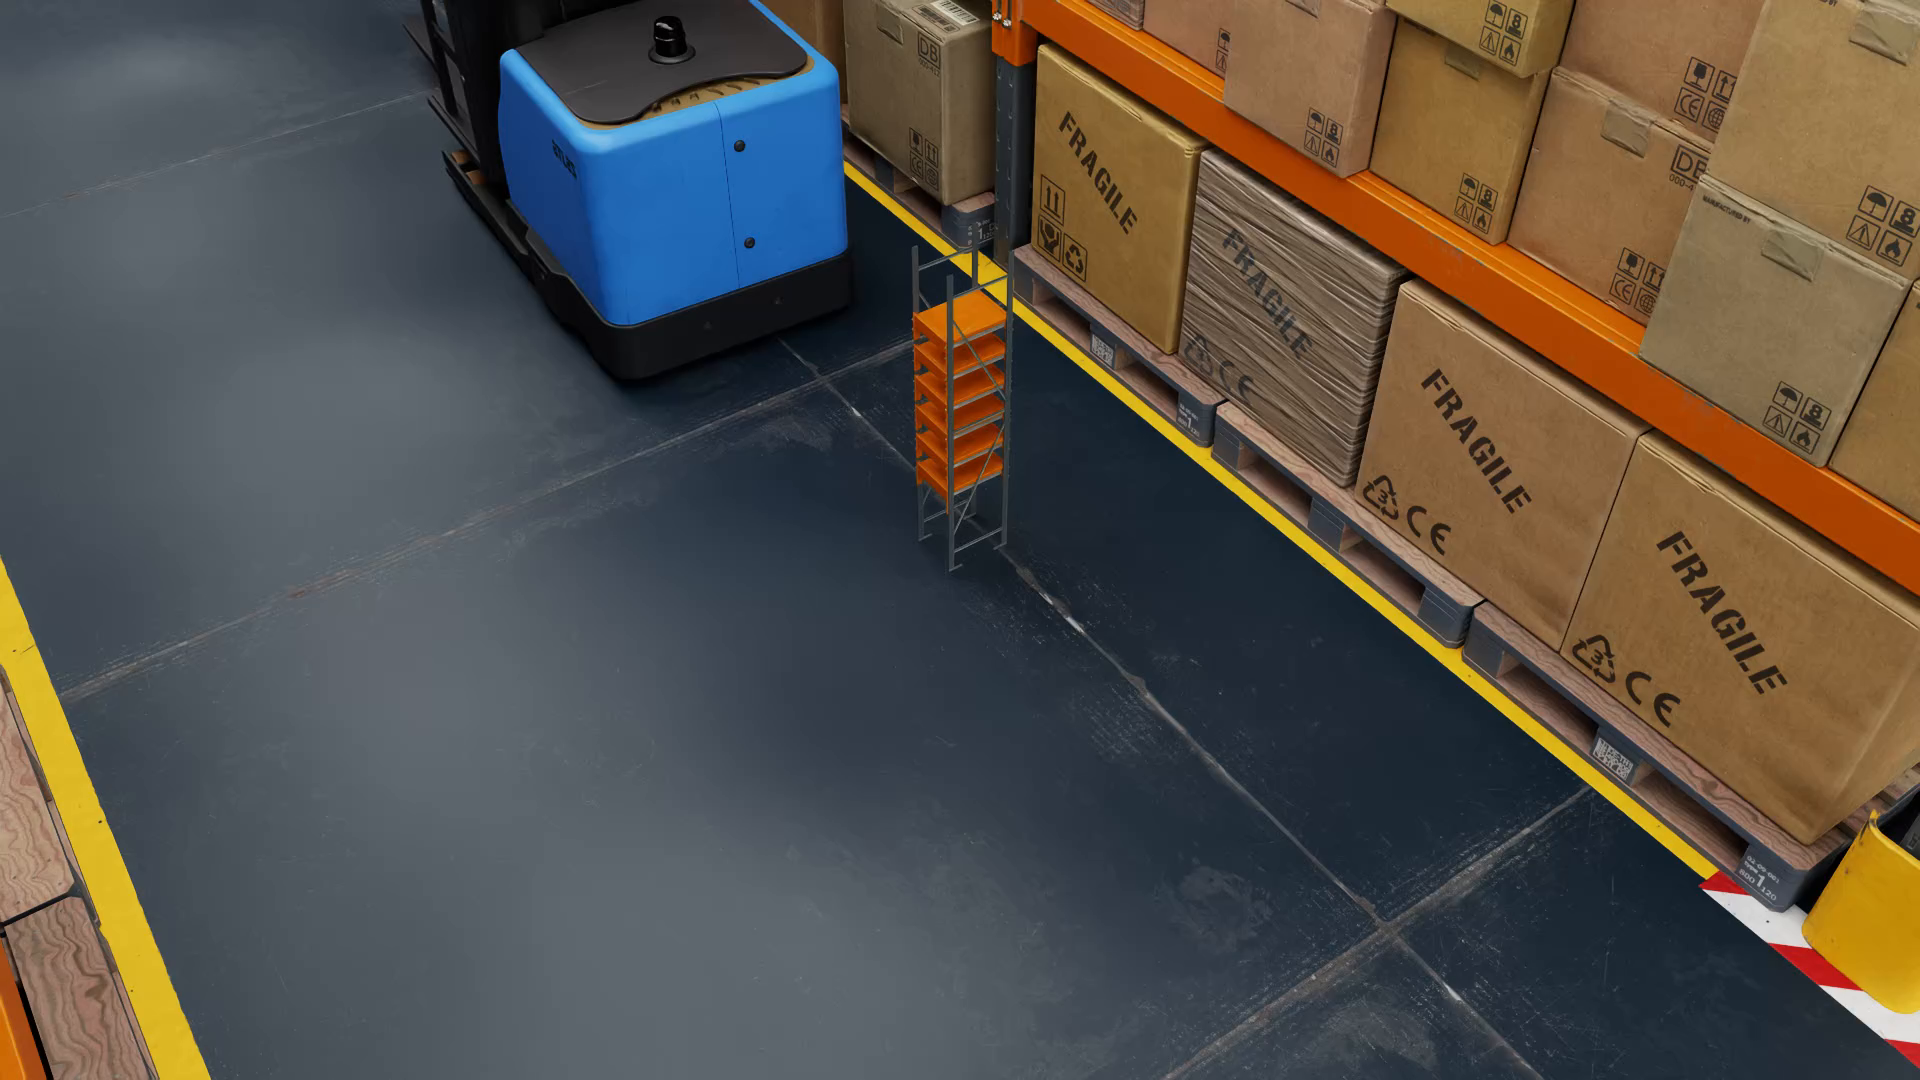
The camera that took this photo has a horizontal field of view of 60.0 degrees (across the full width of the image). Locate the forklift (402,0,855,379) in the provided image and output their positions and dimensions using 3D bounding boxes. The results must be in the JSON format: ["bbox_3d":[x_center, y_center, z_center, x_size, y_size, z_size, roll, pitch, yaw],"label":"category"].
[{"bbox_3d":[-1.625,-2.666,6.420,1.130,2.935,3.031,-23,48,-22],"label":"forklift"}]

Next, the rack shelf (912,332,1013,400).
[{"bbox_3d":[0.008,-0.567,5.192,0.258,0.103,0.180,-26,49,-24],"label":"rack shelf"}]

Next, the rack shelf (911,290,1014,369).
[{"bbox_3d":[0.008,-0.654,5.109,0.258,0.103,0.180,-26,49,-24],"label":"rack shelf"}]

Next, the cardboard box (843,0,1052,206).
[{"bbox_3d":[0.153,-2.066,7.067,1.050,0.750,0.750,-26,49,-25],"label":"cardboard box"}]

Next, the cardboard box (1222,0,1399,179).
[{"bbox_3d":[1.349,-1.607,5.152,0.875,0.550,0.550,-26,49,-24],"label":"cardboard box"}]

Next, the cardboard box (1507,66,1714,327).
[{"bbox_3d":[2.071,-1.062,4.582,0.875,0.550,0.550,-26,49,-24],"label":"cardboard box"}]

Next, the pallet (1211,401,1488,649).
[{"bbox_3d":[1.655,-0.250,5.859,1.003,0.211,1.213,-26,49,-24],"label":"pallet"}]

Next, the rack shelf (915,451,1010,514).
[{"bbox_3d":[0.008,-0.220,5.524,0.258,0.103,0.180,-26,49,-24],"label":"rack shelf"}]

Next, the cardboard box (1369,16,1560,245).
[{"bbox_3d":[1.734,-1.346,4.879,0.875,0.550,0.500,-26,49,-24],"label":"cardboard box"}]

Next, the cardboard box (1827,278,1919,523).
[{"bbox_3d":[2.621,-0.393,3.881,0.875,0.550,0.550,-26,49,-24],"label":"cardboard box"}]

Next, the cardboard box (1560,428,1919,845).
[{"bbox_3d":[2.428,0.112,4.695,0.875,0.875,0.875,-25,49,-24],"label":"cardboard box"}]

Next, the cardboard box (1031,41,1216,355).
[{"bbox_3d":[0.885,-1.411,6.291,0.875,0.875,0.875,-25,49,-24],"label":"cardboard box"}]

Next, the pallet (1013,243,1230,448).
[{"bbox_3d":[0.953,-0.942,6.583,1.003,0.211,1.213,-26,49,-24],"label":"pallet"}]

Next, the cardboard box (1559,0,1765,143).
[{"bbox_3d":[2.091,-1.462,4.219,0.875,0.550,0.550,-26,49,-24],"label":"cardboard box"}]

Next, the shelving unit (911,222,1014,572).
[{"bbox_3d":[0.008,-0.426,5.327,0.258,1.200,0.189,-26,49,-24],"label":"shelving unit"}]

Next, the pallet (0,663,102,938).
[{"bbox_3d":[-3.130,0.865,4.691,1.003,0.211,1.213,-26,49,-24],"label":"pallet"}]

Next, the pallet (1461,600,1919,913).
[{"bbox_3d":[2.349,0.440,5.136,1.003,0.211,1.213,-26,49,-24],"label":"pallet"}]

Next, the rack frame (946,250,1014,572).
[{"bbox_3d":[0.061,-0.374,5.273,0.240,1.200,0.006,-26,49,-24],"label":"rack frame"}]

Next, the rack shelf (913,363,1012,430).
[{"bbox_3d":[0.008,-0.480,5.275,0.258,0.103,0.180,-26,49,-24],"label":"rack shelf"}]

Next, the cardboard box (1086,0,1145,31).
[{"bbox_3d":[0.803,-2.262,5.838,0.875,0.550,0.550,-26,49,-24],"label":"cardboard box"}]

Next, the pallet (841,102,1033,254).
[{"bbox_3d":[0.079,-1.810,7.493,1.003,0.211,1.213,-26,49,-24],"label":"pallet"}]

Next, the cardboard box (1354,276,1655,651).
[{"bbox_3d":[1.923,-0.385,5.216,0.875,0.875,0.875,-26,50,-25],"label":"cardboard box"}]

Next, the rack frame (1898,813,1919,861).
[{"bbox_3d":[2.871,-0.146,3.731,1.000,3.000,0.127,-26,49,-24],"label":"rack frame"}]

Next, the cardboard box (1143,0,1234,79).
[{"bbox_3d":[1.136,-1.959,5.521,0.875,0.550,0.550,-26,49,-24],"label":"cardboard box"}]

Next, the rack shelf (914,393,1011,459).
[{"bbox_3d":[0.008,-0.394,5.358,0.258,0.103,0.180,-26,49,-24],"label":"rack shelf"}]

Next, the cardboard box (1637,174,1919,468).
[{"bbox_3d":[2.289,-0.696,4.198,0.875,0.550,0.550,-26,49,-24],"label":"cardboard box"}]

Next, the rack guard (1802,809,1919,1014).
[{"bbox_3d":[2.884,0.771,4.580,1.175,0.500,0.348,-26,49,-24],"label":"rack guard"}]

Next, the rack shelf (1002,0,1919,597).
[{"bbox_3d":[1.726,-1.019,5.166,1.077,0.370,4.000,-26,49,-24],"label":"rack shelf"}]

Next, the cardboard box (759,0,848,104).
[{"bbox_3d":[-0.395,-2.614,7.641,1.050,0.750,0.750,-26,49,-24],"label":"cardboard box"}]

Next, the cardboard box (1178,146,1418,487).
[{"bbox_3d":[1.404,-0.902,5.757,0.875,0.875,0.875,-25,49,-24],"label":"cardboard box"}]

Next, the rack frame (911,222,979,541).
[{"bbox_3d":[-0.044,-0.478,5.381,0.240,1.200,0.006,-26,49,-24],"label":"rack frame"}]

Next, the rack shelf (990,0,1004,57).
[{"bbox_3d":[-0.562,-3.284,7.539,1.077,0.370,4.000,-26,49,-24],"label":"rack shelf"}]

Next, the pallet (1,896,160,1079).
[{"bbox_3d":[-2.428,1.557,3.966,1.003,0.211,1.213,-26,49,-24],"label":"pallet"}]

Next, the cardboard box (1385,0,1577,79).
[{"bbox_3d":[1.681,-1.711,4.480,0.875,0.550,0.500,-26,49,-24],"label":"cardboard box"}]

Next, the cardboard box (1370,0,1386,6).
[{"bbox_3d":[1.371,-2.008,4.791,0.875,0.550,0.550,-26,49,-24],"label":"cardboard box"}]

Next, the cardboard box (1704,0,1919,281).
[{"bbox_3d":[2.300,-1.092,3.831,0.875,0.550,0.550,-26,49,-24],"label":"cardboard box"}]

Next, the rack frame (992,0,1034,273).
[{"bbox_3d":[0.582,-2.412,6.104,1.000,3.000,0.127,-26,49,-24],"label":"rack frame"}]

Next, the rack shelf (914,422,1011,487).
[{"bbox_3d":[0.008,-0.307,5.441,0.258,0.103,0.180,-26,49,-24],"label":"rack shelf"}]
